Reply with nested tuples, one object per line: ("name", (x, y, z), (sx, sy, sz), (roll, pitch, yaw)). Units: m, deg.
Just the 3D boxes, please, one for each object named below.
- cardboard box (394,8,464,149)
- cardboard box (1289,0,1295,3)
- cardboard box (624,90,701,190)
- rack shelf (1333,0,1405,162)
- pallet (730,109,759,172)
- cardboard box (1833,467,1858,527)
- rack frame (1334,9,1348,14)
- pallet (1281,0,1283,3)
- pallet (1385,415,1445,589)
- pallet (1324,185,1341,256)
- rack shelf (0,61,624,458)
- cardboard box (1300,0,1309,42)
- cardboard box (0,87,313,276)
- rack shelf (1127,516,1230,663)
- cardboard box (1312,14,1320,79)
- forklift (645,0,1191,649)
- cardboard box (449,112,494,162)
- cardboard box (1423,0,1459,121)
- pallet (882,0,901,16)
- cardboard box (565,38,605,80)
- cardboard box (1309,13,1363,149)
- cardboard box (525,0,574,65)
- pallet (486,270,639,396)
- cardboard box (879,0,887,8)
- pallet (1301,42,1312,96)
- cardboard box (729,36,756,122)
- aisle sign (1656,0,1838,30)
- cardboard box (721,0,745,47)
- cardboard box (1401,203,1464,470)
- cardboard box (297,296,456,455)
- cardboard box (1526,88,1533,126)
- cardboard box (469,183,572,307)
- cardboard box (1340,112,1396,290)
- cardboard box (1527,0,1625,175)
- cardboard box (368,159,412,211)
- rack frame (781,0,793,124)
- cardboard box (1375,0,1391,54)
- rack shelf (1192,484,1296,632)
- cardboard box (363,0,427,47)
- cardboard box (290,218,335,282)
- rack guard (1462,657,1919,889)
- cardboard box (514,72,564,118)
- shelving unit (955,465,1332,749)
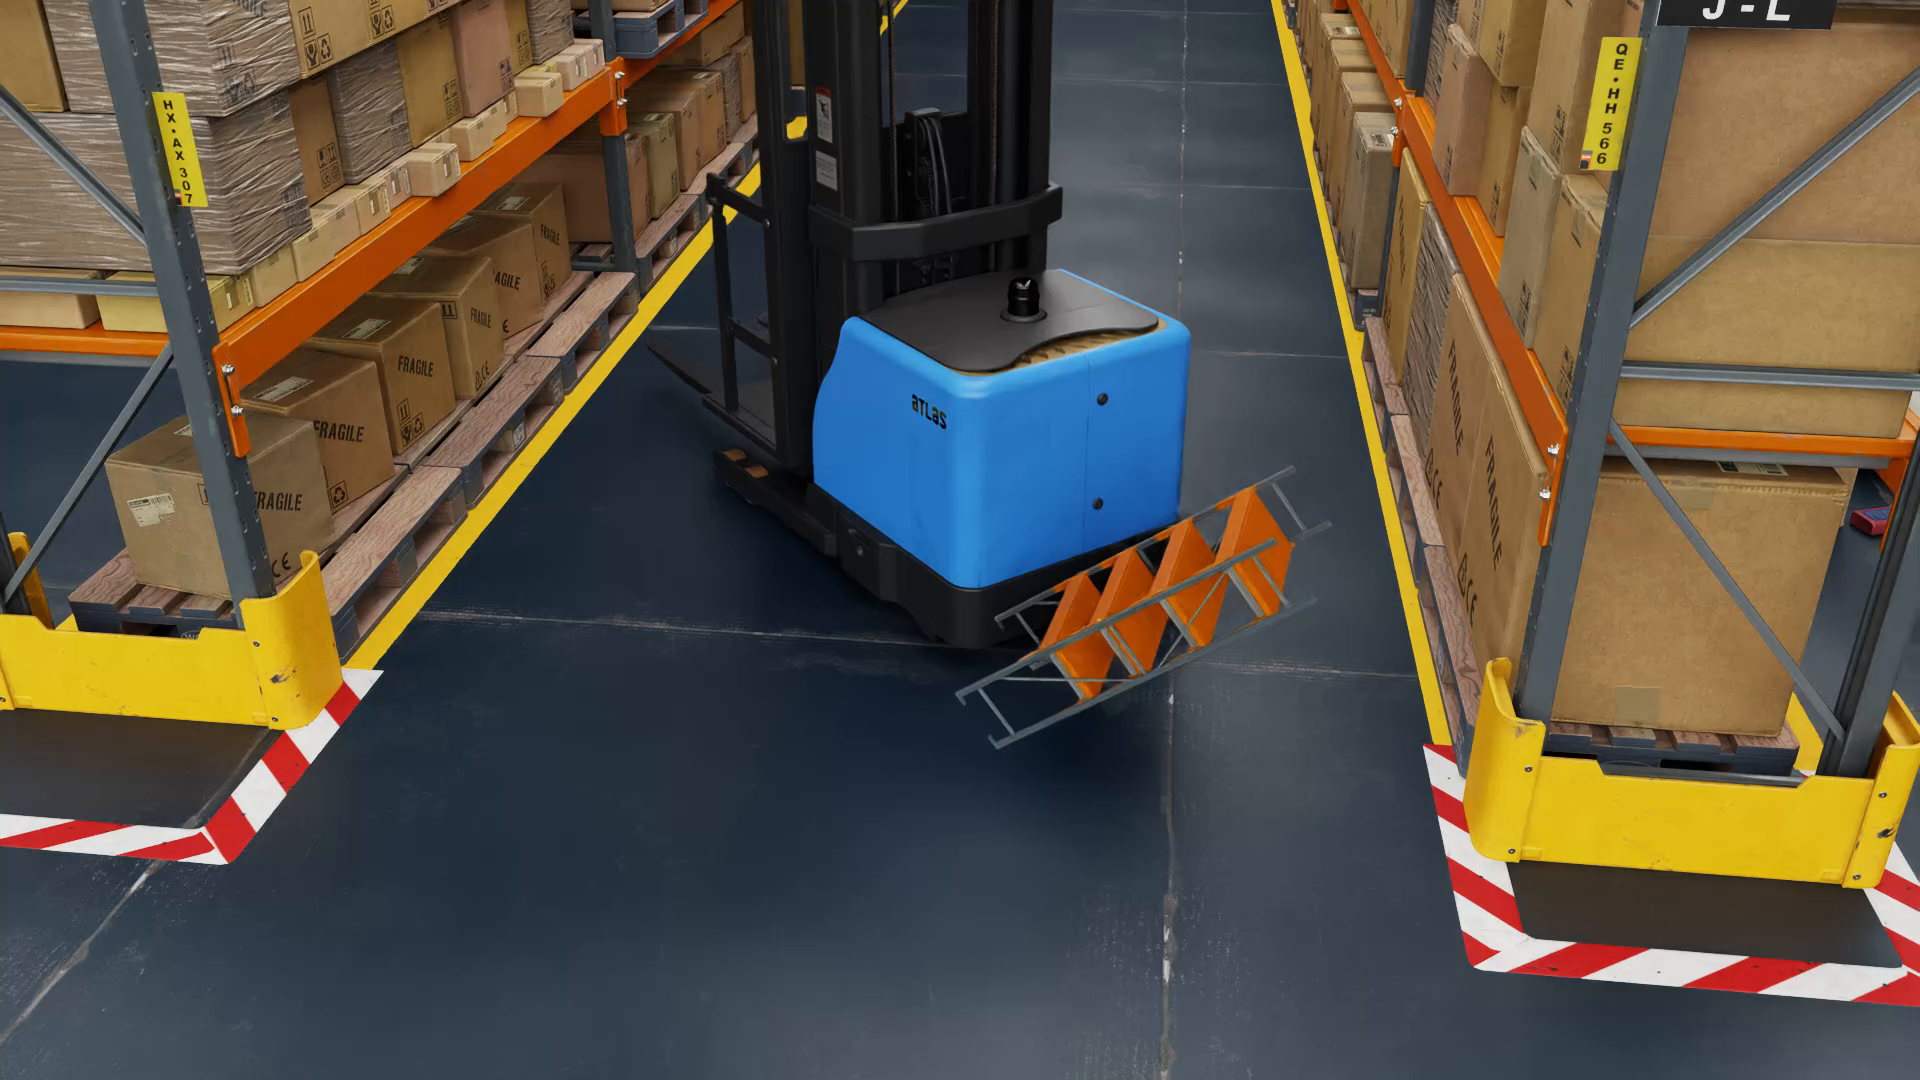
("cardboard box", (-2.547, -1.902, 6.699), (0.875, 0.500, 0.500), (3, 28, 6))
("cardboard box", (3.329, -5.207, 15.816), (0.380, 0.149, 0.250), (4, 29, 7))
("cardboard box", (-2.029, -2.511, 10.420), (0.700, 0.500, 0.500), (1, 28, 2))
("rack shelf", (2.884, -2.932, 9.788), (1.077, 0.370, 4.000), (3, 28, 6))
("pallet", (-1.878, -2.931, 11.967), (1.003, 0.211, 1.213), (3, 28, 6))
("cardboard box", (3.468, -0.417, 6.995), (0.500, 0.500, 0.500), (8, 29, 15))
("rack frame", (3.129, -4.190, 11.365), (1.000, 3.000, 0.127), (3, 28, 6))
("pallet", (3.814, -5.739, 17.181), (1.003, 0.211, 1.213), (3, 28, 6))
("pallet", (2.322, -0.150, 6.806), (1.003, 0.211, 1.213), (3, 28, 6))
("pallet", (2.806, -2.023, 10.283), (1.003, 0.211, 1.213), (3, 28, 6))
("rack shelf", (-2.516, -1.385, 6.916), (1.077, 0.370, 4.000), (3, 28, 6))
("cardboard box", (3.203, -4.576, 14.274), (0.500, 0.500, 0.500), (5, 29, 8))
("cardboard box", (-2.666, -1.192, 5.382), (0.875, 0.500, 0.500), (3, 28, 6))
("rack shelf", (0.703, 0.159, 5.259), (0.148, 0.258, 0.480), (-29, 16, 29))
("cardboard box", (3.018, -3.844, 12.915), (0.500, 0.500, 0.500), (4, 29, 8))
("forklift", (-0.403, -1.554, 6.545), (1.130, 2.935, 3.031), (-18, 33, -30))
("cardboard box", (-2.204, -1.709, 7.024), (0.380, 0.149, 0.250), (3, 28, 6))
("cardboard box", (2.606, -2.199, 7.511), (0.875, 0.550, 0.550), (3, 28, 6))
("pallet", (-1.120, -5.535, 16.801), (1.003, 0.211, 1.213), (3, 28, 6))
("cardboard box", (-2.005, -2.414, 8.333), (0.380, 0.149, 0.250), (3, 28, 6))
("cardboard box", (2.966, -3.103, 11.277), (1.050, 0.750, 0.750), (3, 28, 6))
("cardboard box", (-2.387, -2.610, 8.013), (0.875, 0.500, 0.500), (3, 28, 6))
("pallet", (-2.318, -1.097, 8.564), (1.003, 0.211, 1.213), (3, 28, 6))
("cardboard box", (-1.349, -5.356, 15.326), (1.225, 0.875, 0.875), (3, 29, 6))
("pallet", (3.379, -3.903, 13.772), (1.003, 0.211, 1.213), (3, 28, 6))
("cardboard box", (-1.843, -3.303, 11.889), (0.700, 0.500, 0.500), (2, 28, 4))
("aisle sign", (1.843, -1.553, 3.729), (0.394, 0.787, 0.004), (3, 28, 6))
("cardboard box", (-1.833, -3.632, 11.710), (0.500, 0.250, 0.500), (4, 29, 8))
("cardboard box", (2.386, -0.840, 6.944), (0.875, 0.875, 0.875), (4, 29, 7))
("cardboard box", (-2.533, -0.714, 7.106), (0.500, 0.500, 0.500), (6, 29, 11))
("cardboard box", (2.389, -1.184, 5.627), (0.875, 0.550, 0.550), (3, 28, 6))
("cardboard box", (-2.360, -1.541, 8.641), (0.500, 0.500, 0.500), (3, 28, 5))
("cardboard box", (2.626, -1.799, 8.856), (1.050, 0.750, 0.750), (3, 28, 6))
("cardboard box", (2.209, -1.402, 4.894), (0.875, 0.550, 0.550), (3, 28, 6))
("cardboard box", (-2.343, -1.359, 6.374), (0.380, 0.149, 0.250), (3, 28, 6))
("rack frame", (-1.781, -4.526, 11.988), (1.000, 3.000, 0.127), (3, 28, 6))
("cardboard box", (2.500, -2.850, 8.772), (0.500, 0.500, 0.500), (3, 28, 6))
("rack shelf", (0.885, 0.060, 5.145), (0.148, 0.258, 0.480), (-29, 16, 29))
("cardboard box", (-2.295, -2.089, 5.991), (0.500, 0.500, 0.500), (3, 28, 6))
("cardboard box", (-2.394, -1.003, 5.714), (0.380, 0.149, 0.250), (3, 28, 6))
("rack guard", (2.146, 0.687, 4.947), (1.175, 0.500, 0.348), (3, 28, 6))
("cardboard box", (-2.056, -2.059, 7.674), (0.380, 0.149, 0.250), (3, 28, 6))
("shelving unit", (0.582, 0.225, 5.334), (1.200, 0.258, 0.503), (-29, 16, 29))
